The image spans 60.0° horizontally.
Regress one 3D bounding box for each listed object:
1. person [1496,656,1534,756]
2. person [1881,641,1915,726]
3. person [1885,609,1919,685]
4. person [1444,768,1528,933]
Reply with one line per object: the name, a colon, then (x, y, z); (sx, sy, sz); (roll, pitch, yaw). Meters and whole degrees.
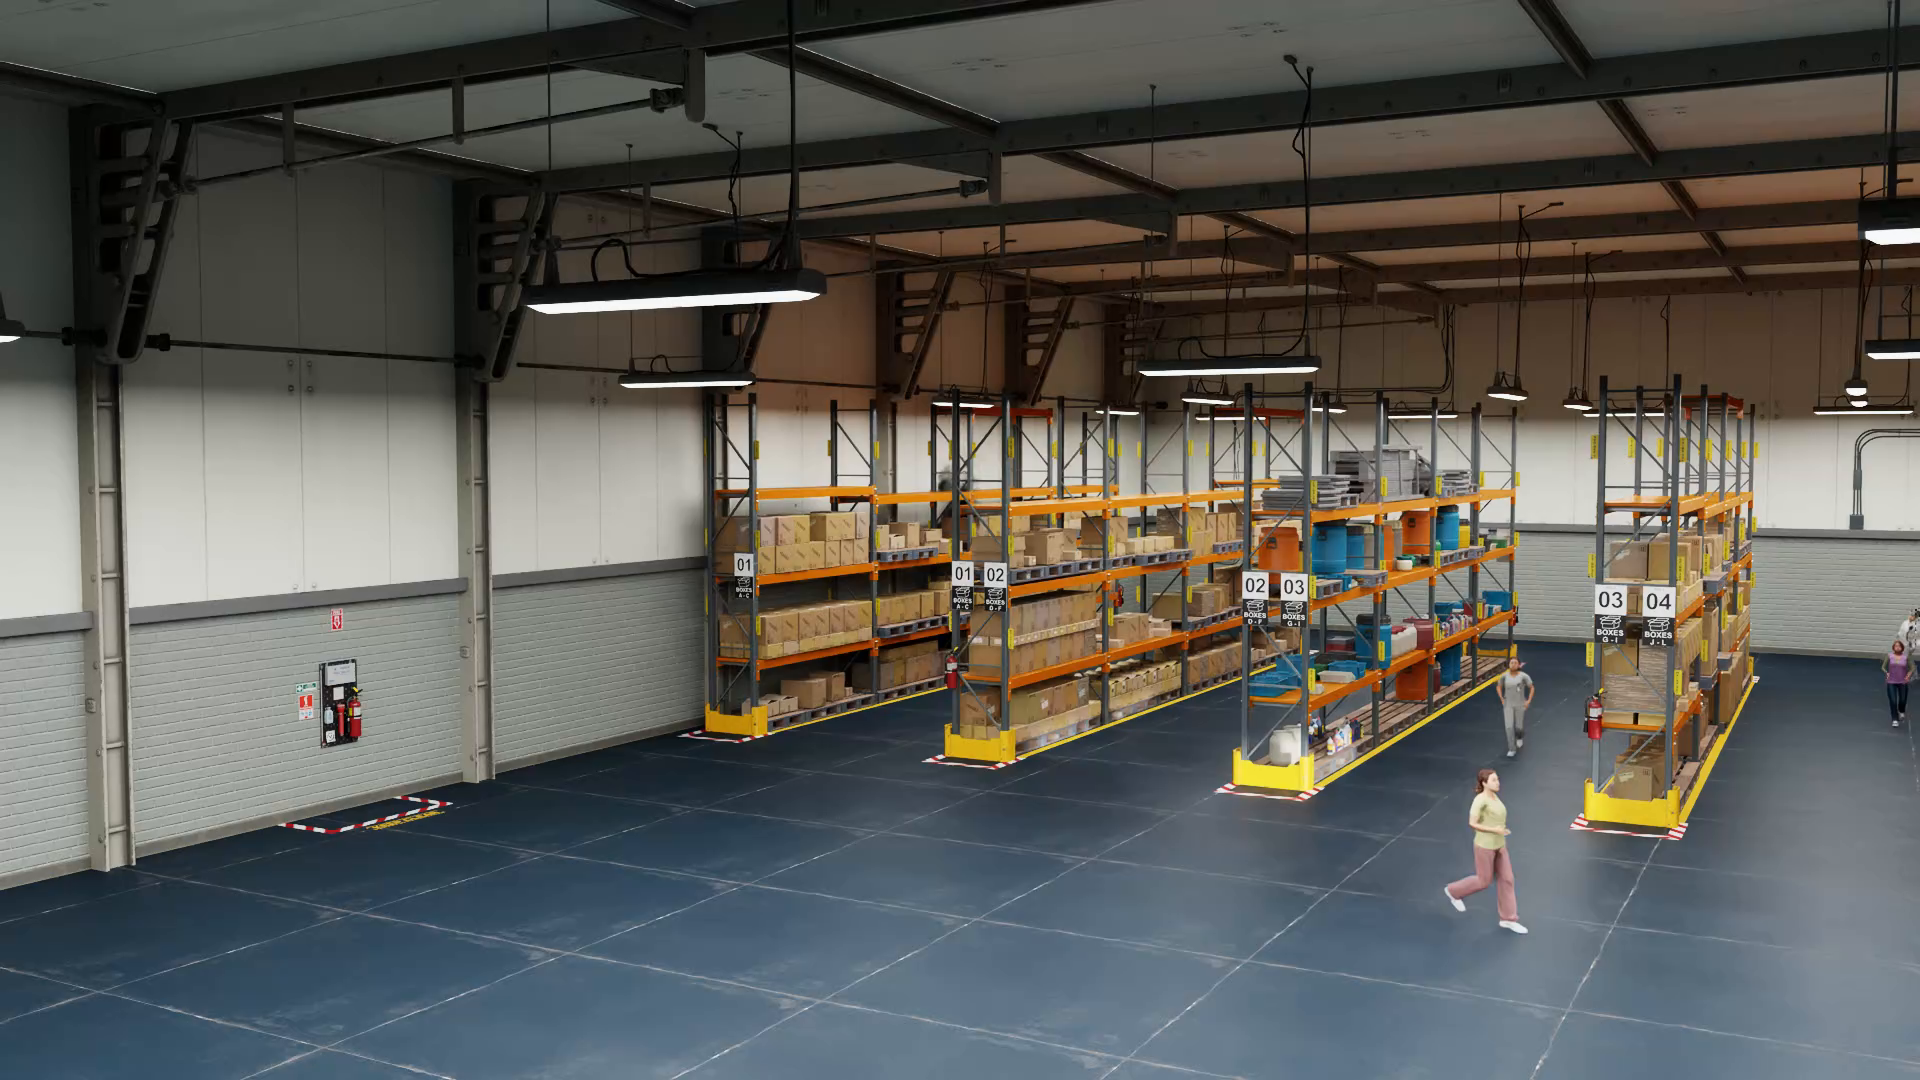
person: (9.122, 2.715, 27.338); (0.595, 1.627, 0.590); (1, 3, 23)
person: (16.951, 2.597, 30.076); (0.530, 1.552, 0.551); (2, 4, 30)
person: (20.119, 2.282, 35.312); (0.775, 1.685, 0.662); (0, 3, 5)
person: (5.528, 3.219, 17.429); (0.578, 1.664, 0.934); (-3, 4, -42)
